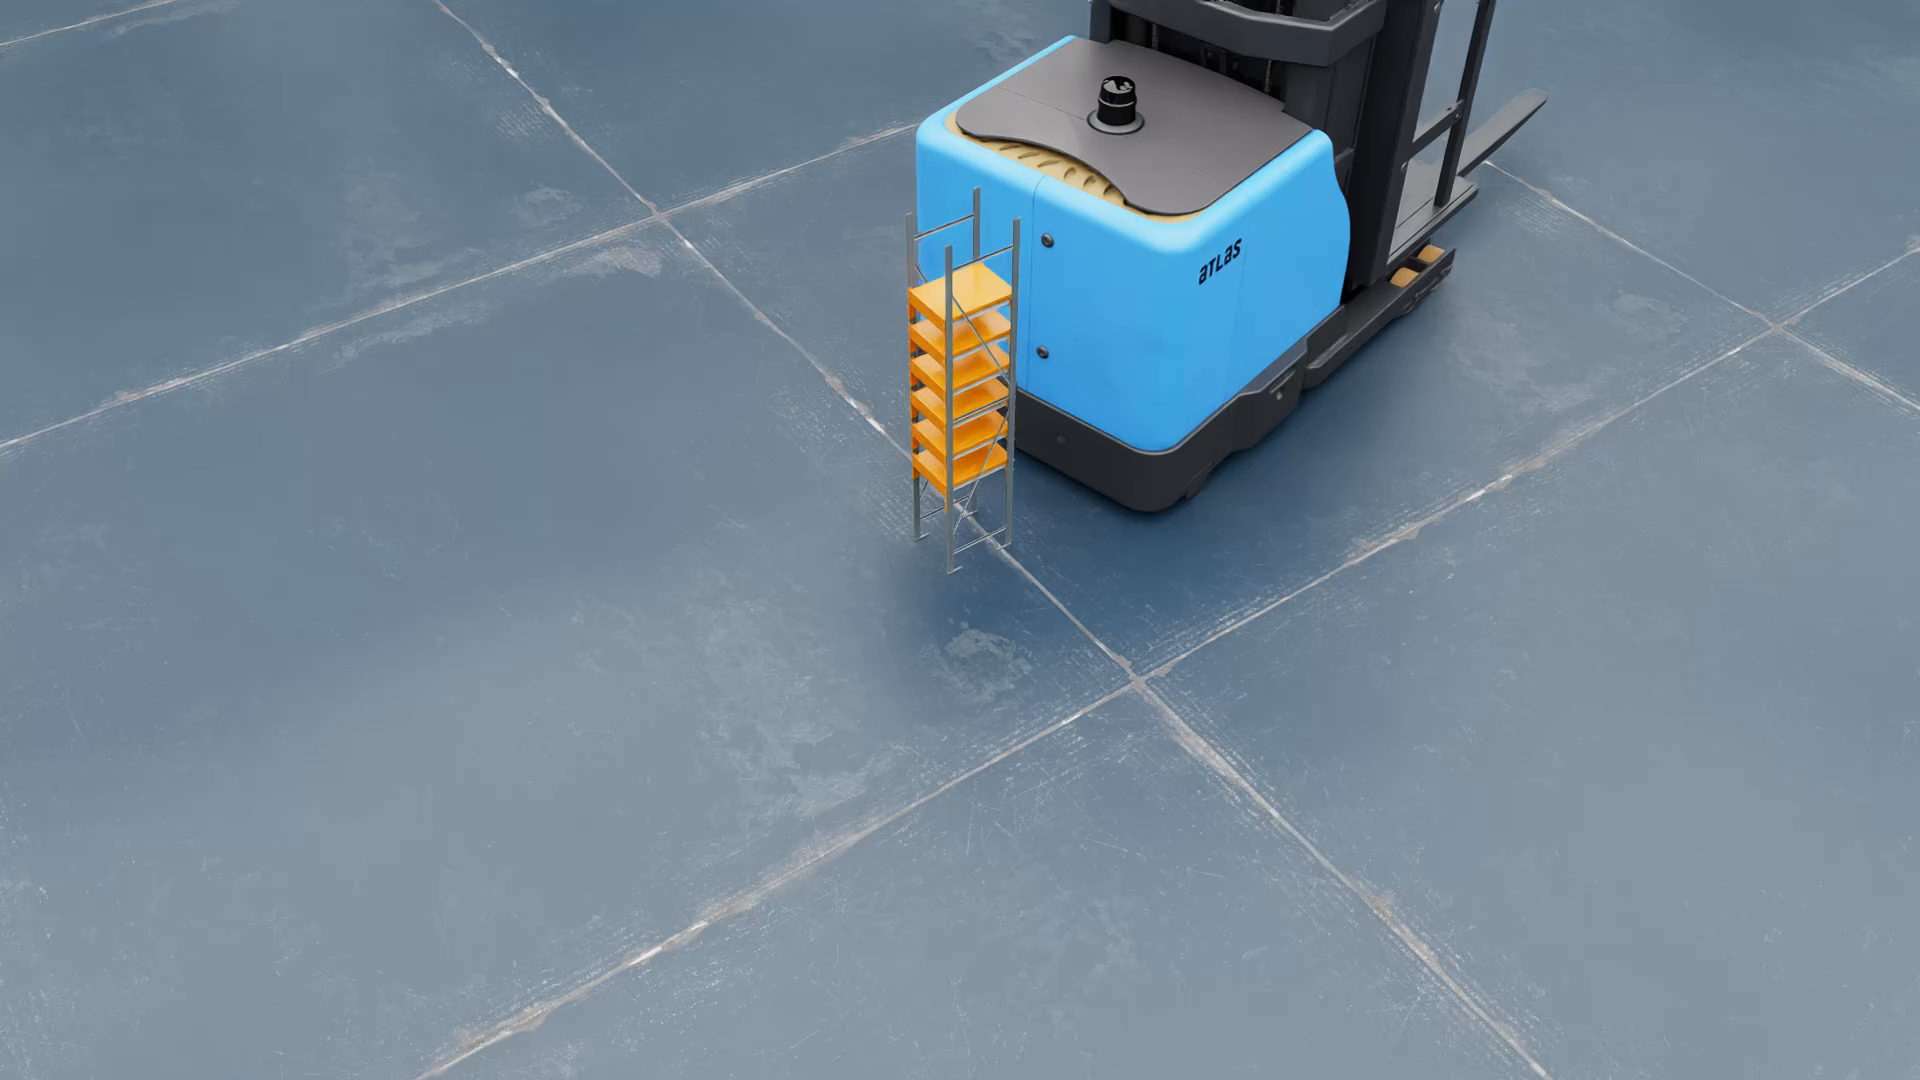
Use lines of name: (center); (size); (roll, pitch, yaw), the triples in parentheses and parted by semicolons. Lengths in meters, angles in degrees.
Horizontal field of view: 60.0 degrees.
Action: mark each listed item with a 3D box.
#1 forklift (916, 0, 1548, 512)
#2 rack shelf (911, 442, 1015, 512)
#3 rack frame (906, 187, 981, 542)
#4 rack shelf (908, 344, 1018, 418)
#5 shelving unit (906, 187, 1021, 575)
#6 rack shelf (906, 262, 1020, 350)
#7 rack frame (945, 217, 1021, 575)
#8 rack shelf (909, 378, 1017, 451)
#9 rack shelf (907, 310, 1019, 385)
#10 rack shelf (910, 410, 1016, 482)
forklift: (1.189, -2.096, 5.323); (1.130, 2.935, 3.031); (31, 51, 28)
rack shelf: (0.008, -0.220, 5.024); (0.258, 0.103, 0.180); (-26, 49, -24)
rack frame: (-0.044, -0.478, 4.881); (0.240, 1.200, 0.006); (-26, 49, -24)
rack shelf: (0.008, -0.480, 4.775); (0.258, 0.103, 0.180); (-26, 49, -24)
shelving unit: (0.008, -0.426, 4.827); (0.258, 1.200, 0.189); (-26, 49, -24)
rack shelf: (0.008, -0.654, 4.609); (0.258, 0.103, 0.180); (-26, 49, -24)
rack frame: (0.061, -0.374, 4.773); (0.240, 1.200, 0.006); (-26, 49, -24)
rack shelf: (0.008, -0.394, 4.858); (0.258, 0.103, 0.180); (-26, 49, -24)
rack shelf: (0.008, -0.567, 4.692); (0.258, 0.103, 0.180); (-26, 49, -24)
rack shelf: (0.008, -0.307, 4.941); (0.258, 0.103, 0.180); (-26, 49, -24)
